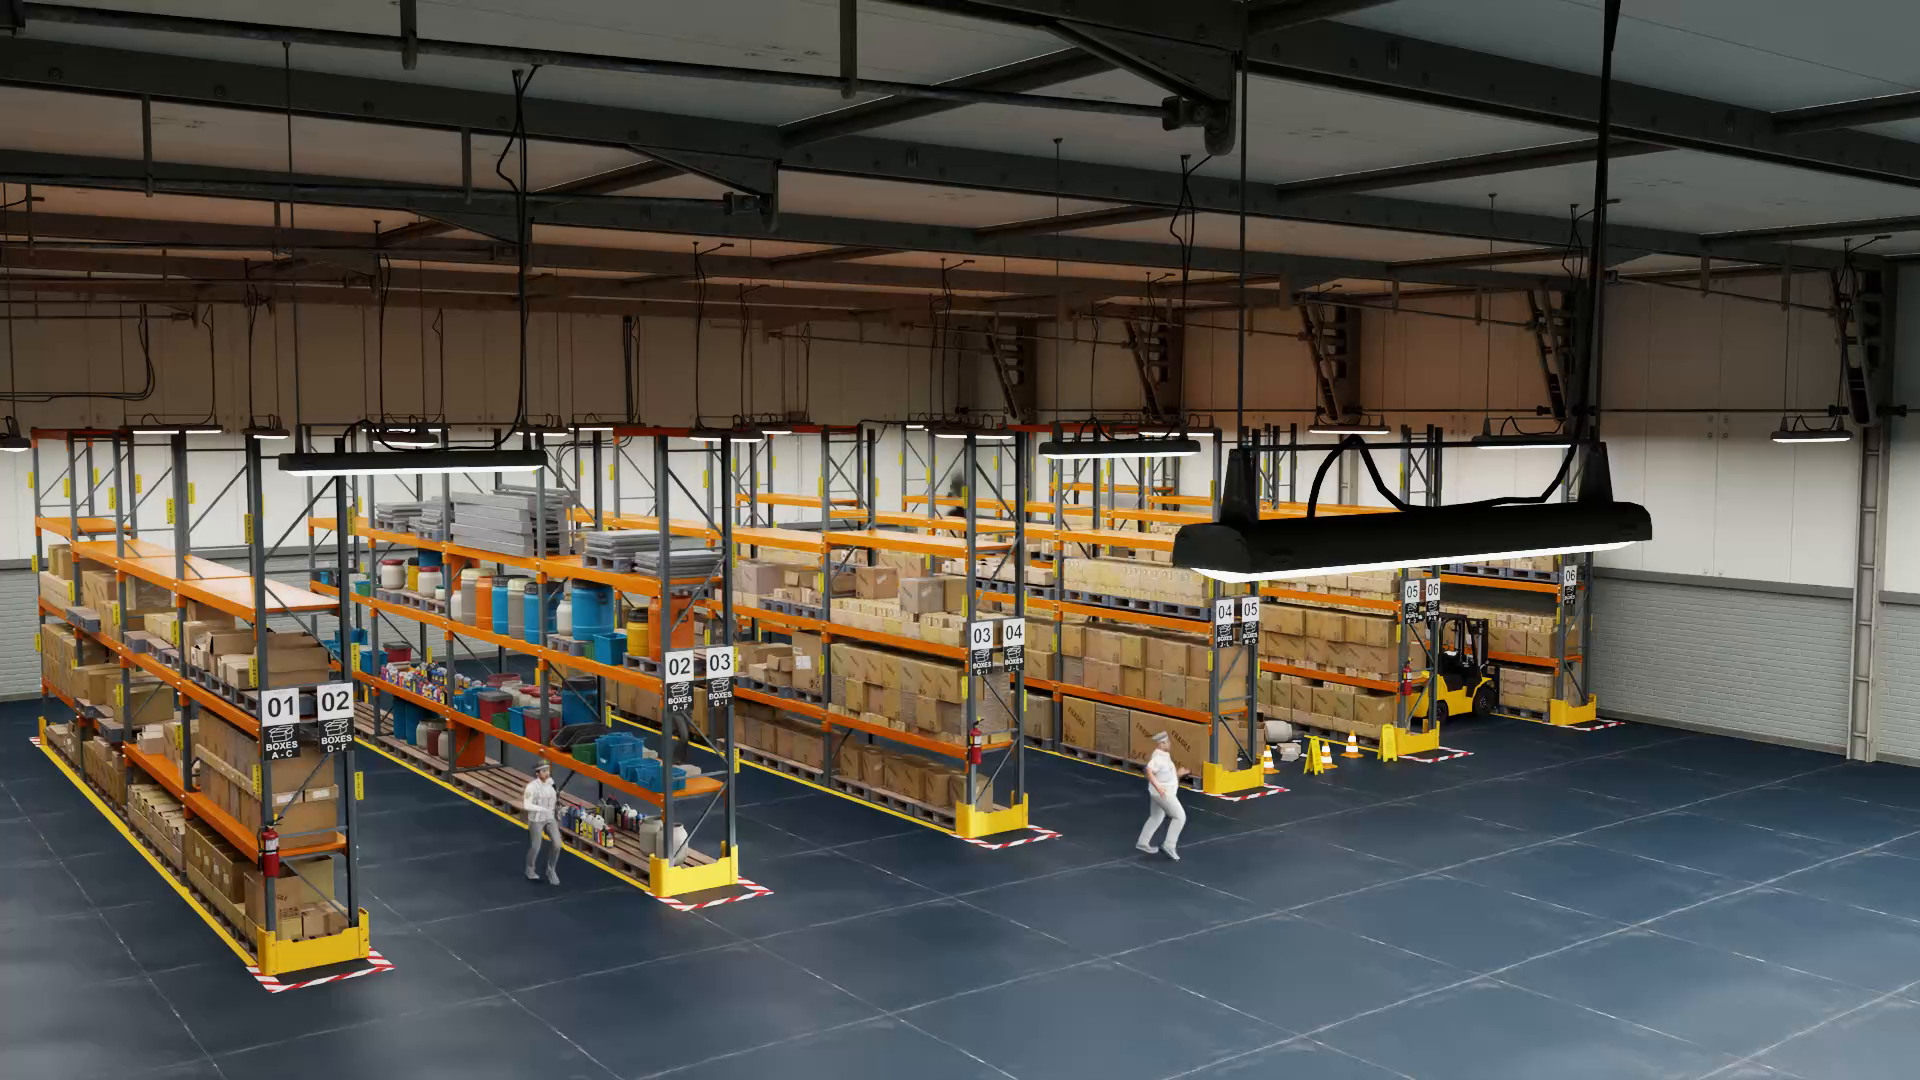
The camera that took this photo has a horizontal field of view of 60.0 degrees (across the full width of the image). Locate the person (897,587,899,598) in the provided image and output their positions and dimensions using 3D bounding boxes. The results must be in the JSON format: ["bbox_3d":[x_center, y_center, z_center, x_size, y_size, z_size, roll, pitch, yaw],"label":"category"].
[{"bbox_3d":[-1.797,1.980,44.648,0.538,1.710,0.746,-2,5,-26],"label":"person"}]

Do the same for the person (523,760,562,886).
[{"bbox_3d":[-5.562,3.769,22.141,0.562,1.714,0.737,-4,6,-41],"label":"person"}]

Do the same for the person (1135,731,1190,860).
[{"bbox_3d":[2.873,3.617,23.490,0.762,1.842,0.631,0,4,-5],"label":"person"}]

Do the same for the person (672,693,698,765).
[{"bbox_3d":[-4.900,3.252,29.368,0.752,1.622,0.545,4,6,43],"label":"person"}]
